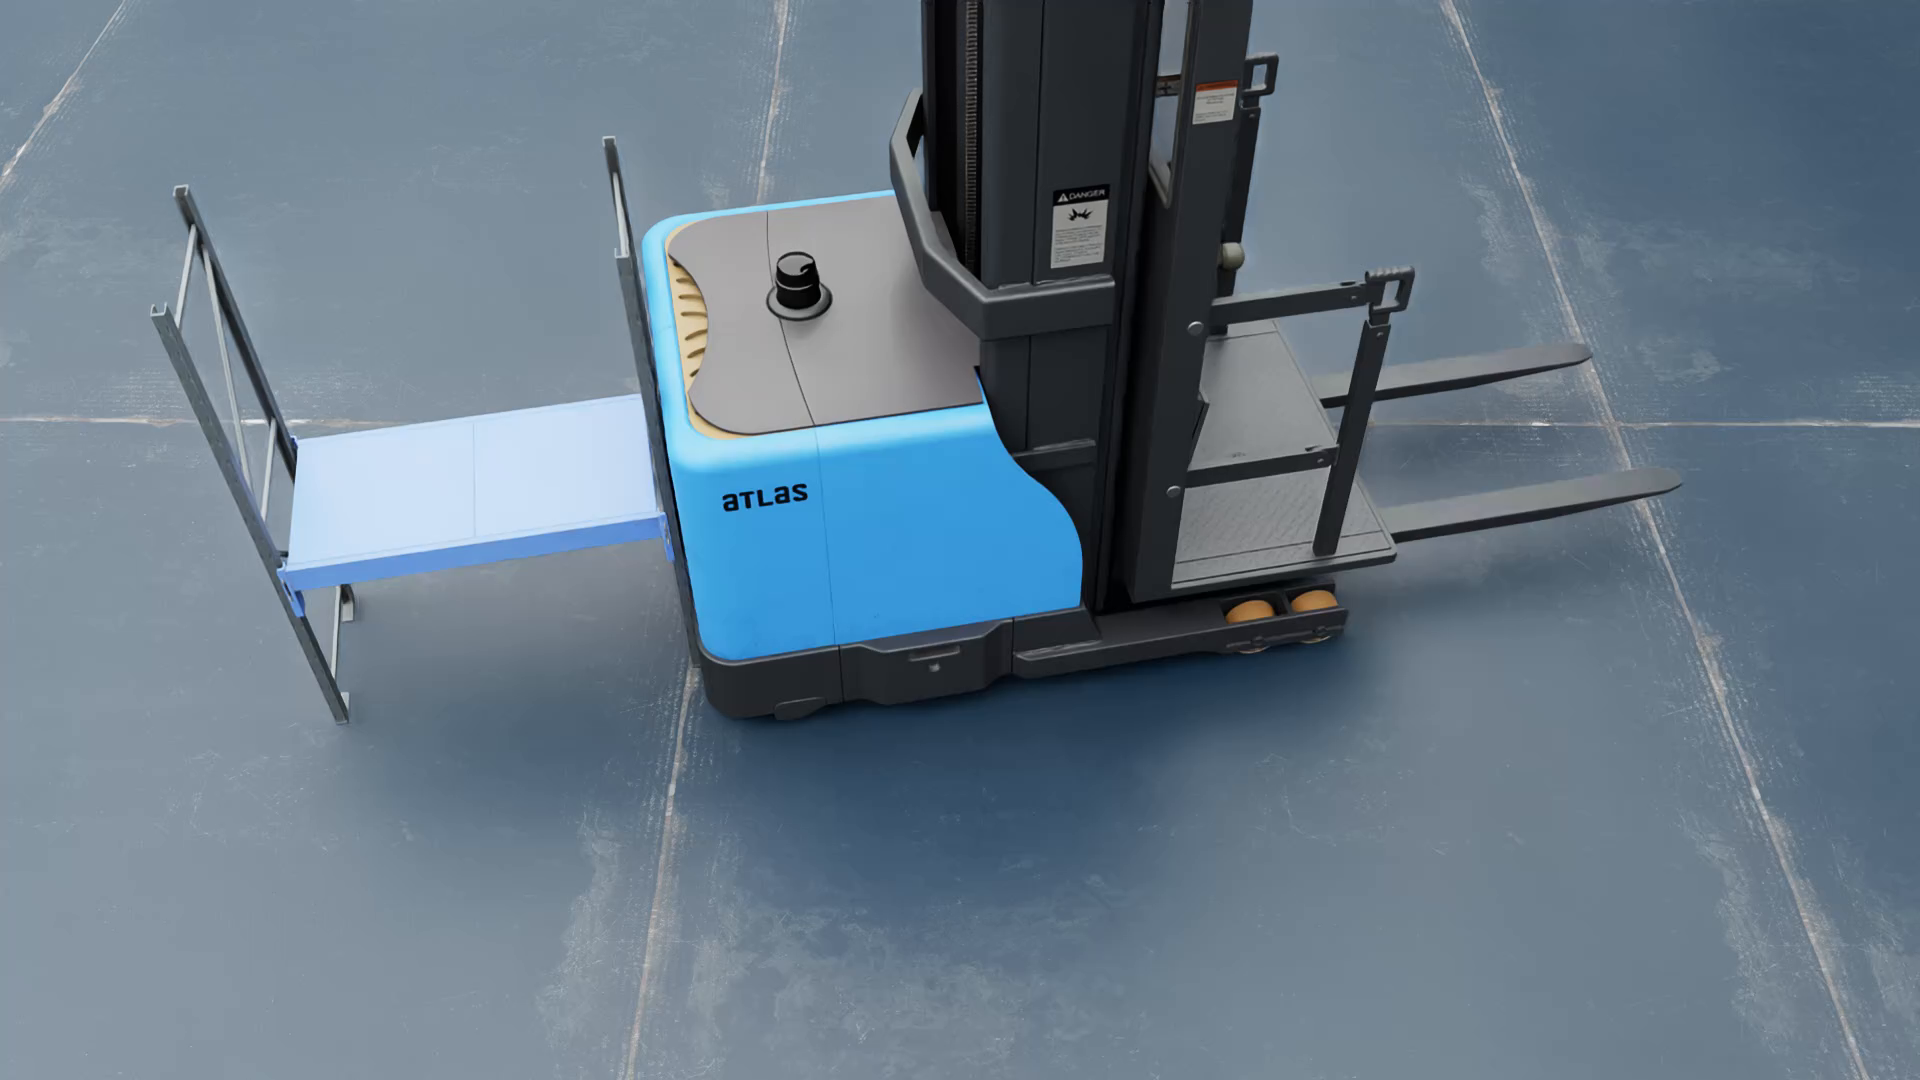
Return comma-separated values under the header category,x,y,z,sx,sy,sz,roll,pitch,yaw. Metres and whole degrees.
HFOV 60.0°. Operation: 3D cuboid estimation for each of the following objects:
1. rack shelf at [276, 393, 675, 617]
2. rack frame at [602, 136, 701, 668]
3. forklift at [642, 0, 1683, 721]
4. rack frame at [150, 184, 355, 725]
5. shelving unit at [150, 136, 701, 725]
category,x,y,z,sx,sy,sz,roll,pitch,yaw
rack shelf,-1.321,-0.116,4.579,1.000,0.185,0.538,-9,48,-8
rack frame,-0.823,-0.314,4.518,0.032,1.500,0.500,-9,48,-8
forklift,0.675,-1.035,4.211,3.031,2.935,1.130,-9,48,-8
rack frame,-1.818,-0.162,4.377,0.032,1.500,0.500,-9,48,-8
shelving unit,-1.321,-0.238,4.447,1.048,1.500,0.538,-9,48,-8
